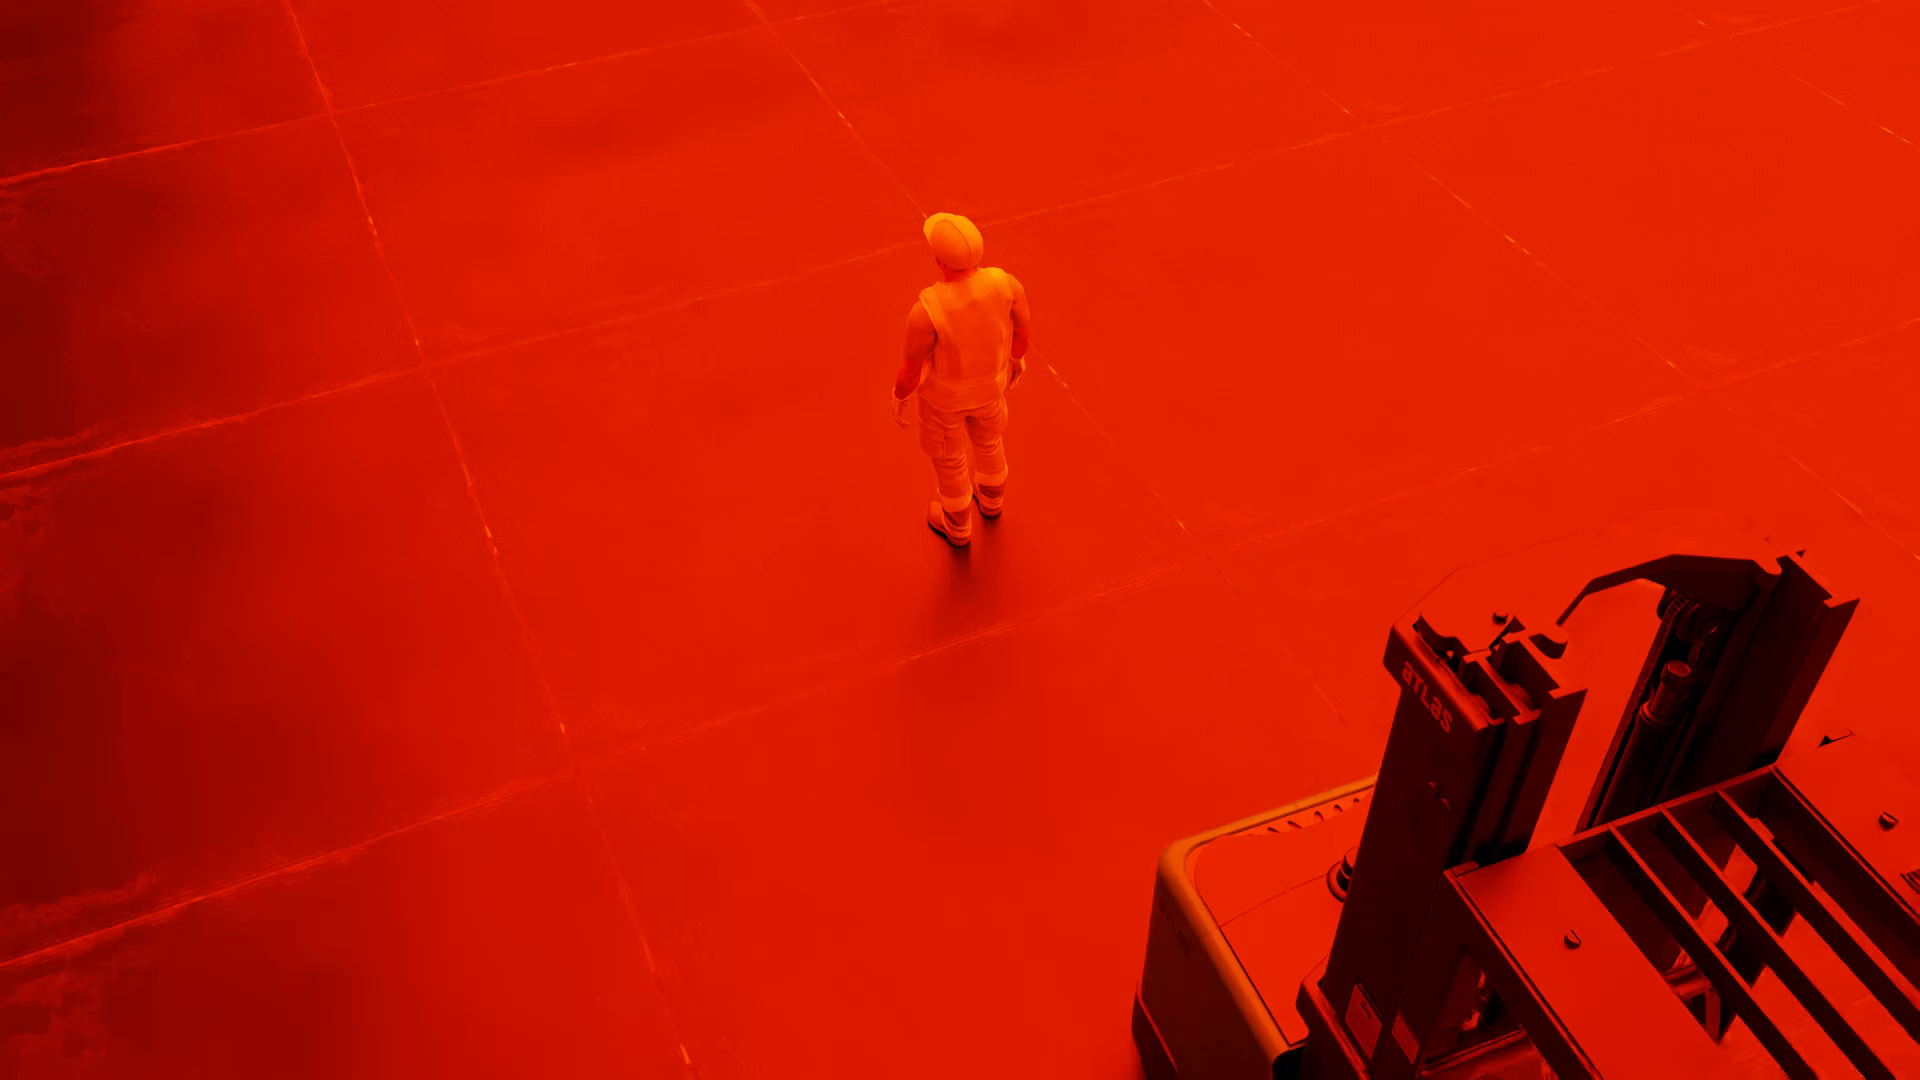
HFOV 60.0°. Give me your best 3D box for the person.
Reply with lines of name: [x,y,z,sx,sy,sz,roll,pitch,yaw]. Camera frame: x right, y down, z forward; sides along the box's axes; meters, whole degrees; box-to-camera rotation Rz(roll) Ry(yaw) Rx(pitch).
person: [-0.022,-0.713,7.270,0.637,1.787,0.564,-18,46,-18]

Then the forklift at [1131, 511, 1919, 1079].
forklift: [1.617,1.495,4.078,1.130,2.935,3.031,-15,45,-16]
